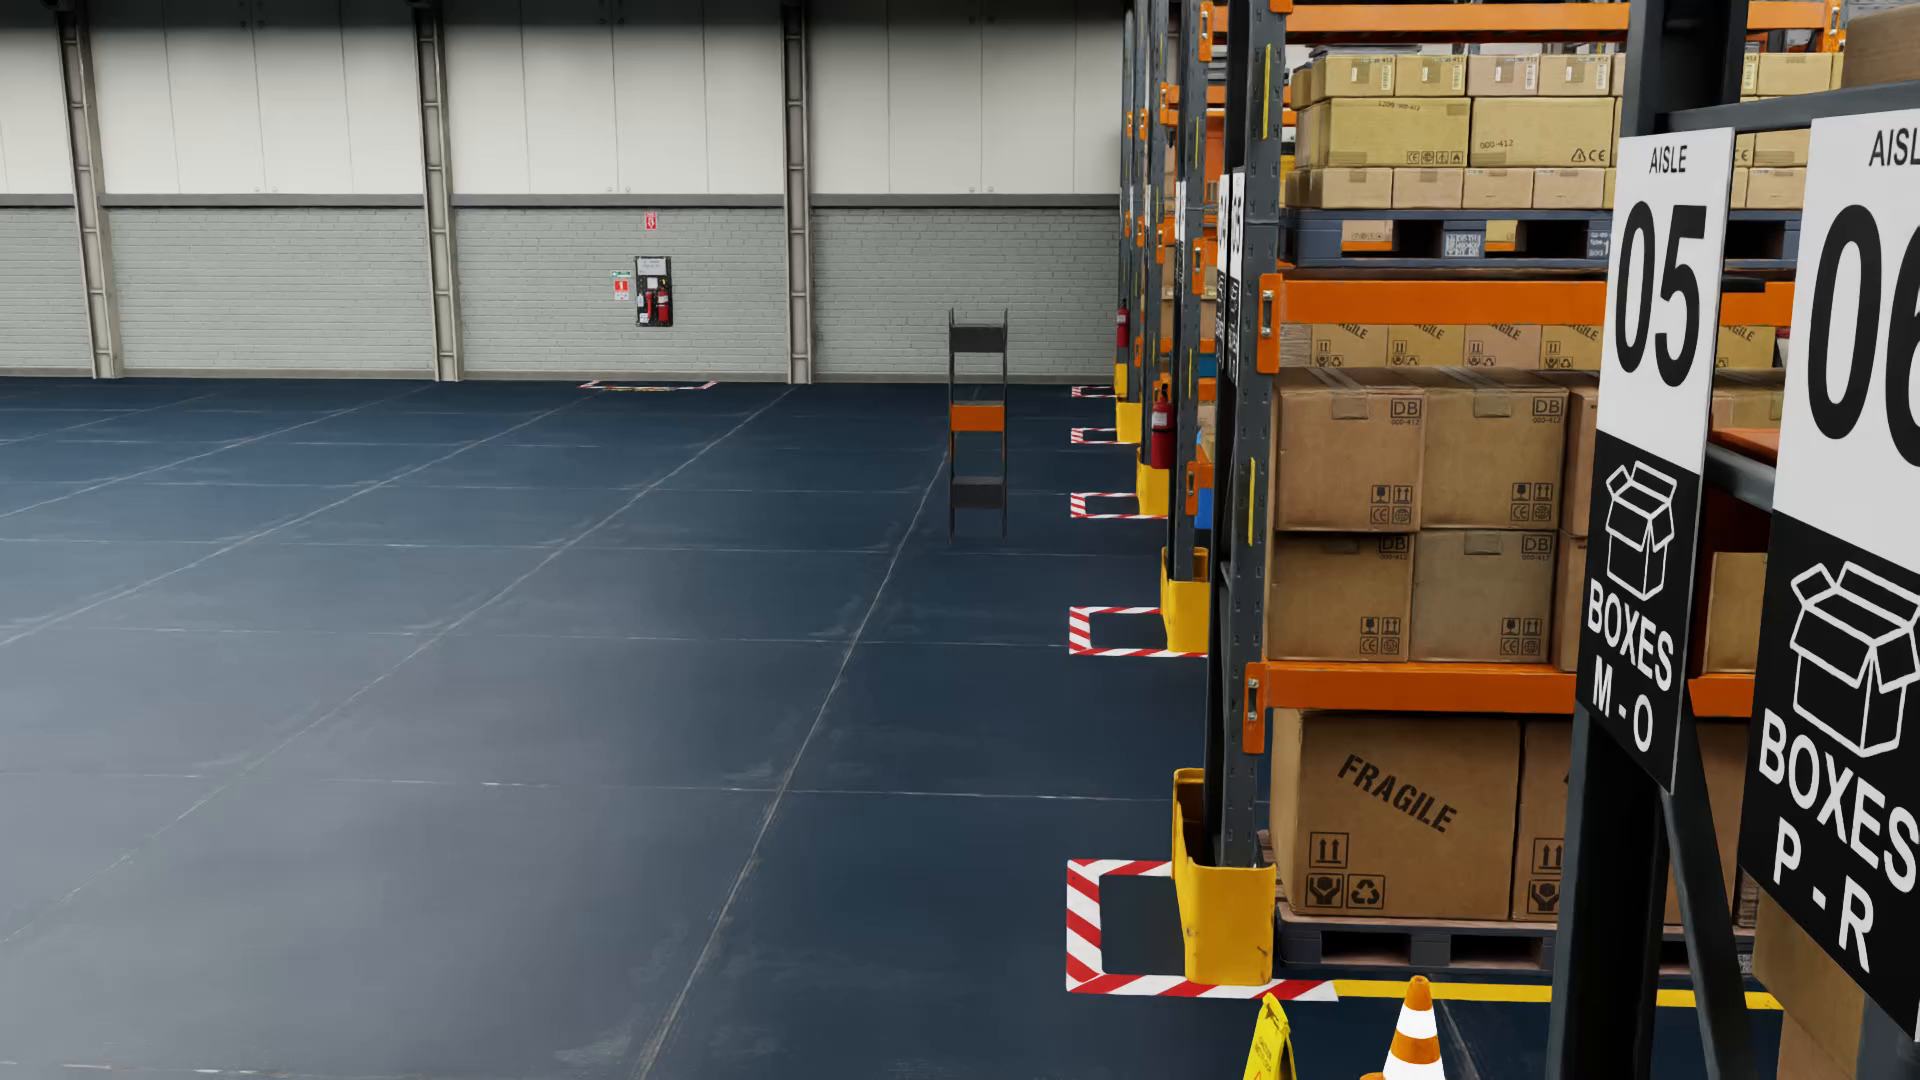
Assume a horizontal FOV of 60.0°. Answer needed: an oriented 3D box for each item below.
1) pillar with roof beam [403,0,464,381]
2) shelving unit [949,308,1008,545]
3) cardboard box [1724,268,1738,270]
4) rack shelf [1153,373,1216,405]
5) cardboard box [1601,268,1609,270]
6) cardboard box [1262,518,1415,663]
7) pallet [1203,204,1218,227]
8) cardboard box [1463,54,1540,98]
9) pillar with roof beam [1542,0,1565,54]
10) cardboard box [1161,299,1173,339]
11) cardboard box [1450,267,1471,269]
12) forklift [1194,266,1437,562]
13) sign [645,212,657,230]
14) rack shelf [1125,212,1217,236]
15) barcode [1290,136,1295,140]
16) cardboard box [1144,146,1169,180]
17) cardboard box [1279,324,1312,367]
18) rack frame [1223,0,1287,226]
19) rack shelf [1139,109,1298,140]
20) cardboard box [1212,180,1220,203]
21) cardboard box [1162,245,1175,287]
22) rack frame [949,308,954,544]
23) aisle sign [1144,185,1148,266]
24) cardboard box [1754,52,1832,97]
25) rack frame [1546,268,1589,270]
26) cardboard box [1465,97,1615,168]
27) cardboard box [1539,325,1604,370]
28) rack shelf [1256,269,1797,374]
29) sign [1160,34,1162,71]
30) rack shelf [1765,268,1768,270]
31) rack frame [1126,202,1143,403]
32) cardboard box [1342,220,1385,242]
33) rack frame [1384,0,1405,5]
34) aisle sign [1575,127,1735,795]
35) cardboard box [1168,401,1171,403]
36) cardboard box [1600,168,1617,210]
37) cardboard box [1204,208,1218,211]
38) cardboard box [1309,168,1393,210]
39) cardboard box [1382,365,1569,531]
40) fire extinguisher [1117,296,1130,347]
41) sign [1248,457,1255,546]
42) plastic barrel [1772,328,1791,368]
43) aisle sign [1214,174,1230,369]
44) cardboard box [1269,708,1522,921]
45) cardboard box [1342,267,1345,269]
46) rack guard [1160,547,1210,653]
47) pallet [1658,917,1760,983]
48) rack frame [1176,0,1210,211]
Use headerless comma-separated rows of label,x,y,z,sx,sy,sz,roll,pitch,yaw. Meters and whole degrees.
pillar with roof beam,-8.930,-6.232,23.064,0.548,9.000,9.100,1,12,4
shelving unit,0.165,-1.025,15.024,0.503,2.100,0.431,1,12,4
cardboard box,11.529,-4.240,25.341,0.500,0.250,0.500,1,12,3
rack shelf,3.908,-1.440,16.567,4.000,0.370,1.077,1,12,4
cardboard box,10.087,-4.003,25.742,0.500,0.500,0.700,-1,12,-3
cardboard box,1.523,0.126,6.954,0.550,0.550,0.875,1,12,4
pallet,2.731,-3.164,16.186,1.213,0.211,1.003,1,12,4
cardboard box,1.966,-1.709,6.166,0.250,0.149,0.380,1,12,3
pillar with roof beam,9.030,-5.986,21.887,0.548,9.000,9.100,1,12,4
cardboard box,2.712,-2.872,21.408,0.500,0.500,0.700,1,12,4
cardboard box,7.628,-4.030,25.872,0.500,0.500,0.700,2,12,10
forklift,3.531,-1.262,14.125,3.031,2.935,1.130,3,12,13
sign,-5.120,-5.290,27.550,0.199,0.298,0.001,1,12,4
rack shelf,4.570,-4.932,25.935,4.000,0.370,1.077,1,12,4
barcode,5.207,-6.294,26.047,0.075,0.075,0.001,1,12,4
cardboard box,2.943,-5.805,25.615,0.500,0.500,0.500,0,12,0
cardboard box,2.112,-1.429,11.341,0.500,0.500,0.500,1,12,4
rack frame,1.149,-2.733,6.335,0.127,3.000,1.000,1,12,4
rack shelf,4.243,-5.193,20.831,4.000,0.370,1.077,1,12,4
cardboard box,1.841,-2.347,11.210,0.250,0.149,0.380,1,12,3
cardboard box,2.765,-3.506,21.272,0.500,0.500,0.700,1,12,4
rack frame,-0.078,-1.029,15.040,0.015,2.100,0.400,1,12,4
aisle sign,1.861,-3.154,16.652,0.004,0.787,0.394,1,12,4
cardboard box,2.985,-1.695,6.099,0.250,0.149,0.380,1,12,5
rack frame,5.904,-1.765,16.362,0.127,3.000,1.000,1,12,4
cardboard box,2.120,-1.525,6.259,0.500,0.250,0.500,1,12,3
cardboard box,4.107,-1.401,11.208,0.500,0.500,0.500,1,12,4
rack shelf,3.145,-0.885,6.585,4.000,0.370,1.077,1,12,4
sign,1.871,-4.542,15.494,0.005,0.325,0.100,1,12,4
rack shelf,7.568,-1.842,11.161,4.000,0.370,1.077,1,12,4
rack frame,2.247,-2.832,21.461,0.127,3.000,1.000,1,12,4
cardboard box,2.560,-2.138,11.183,0.500,0.250,0.500,1,12,2
rack frame,6.566,-6.725,25.423,0.127,3.000,1.000,1,12,4
aisle sign,0.877,-0.116,2.129,0.004,0.787,0.394,1,12,4
cardboard box,2.767,-1.639,21.447,0.500,0.250,0.500,1,12,4
cardboard box,2.478,-1.312,6.213,0.250,0.149,0.380,1,12,4
cardboard box,3.943,-5.294,25.614,0.500,0.500,0.500,1,12,6
cardboard box,1.470,-1.326,6.279,0.250,0.149,0.380,1,12,4
cardboard box,2.072,-0.396,6.815,0.550,0.550,0.875,1,12,4
fire extinguisher,2.160,-2.890,21.930,0.183,0.674,0.296,1,12,4
sign,1.106,-0.145,6.311,0.005,0.325,0.100,1,12,4
plastic barrel,8.007,-1.758,15.995,0.433,0.535,0.433,0,12,0
aisle sign,1.099,-1.131,6.981,0.004,0.787,0.394,1,12,4
cardboard box,1.830,1.034,7.144,0.875,0.875,0.875,1,12,4
cardboard box,4.791,-3.479,21.144,0.500,0.500,0.700,1,12,4
rack guard,1.657,0.417,12.038,0.348,0.500,1.175,1,12,4
pallet,3.166,1.581,7.176,1.213,0.211,1.003,1,12,4
rack frame,1.582,-3.744,11.172,0.127,3.000,1.000,1,12,4
